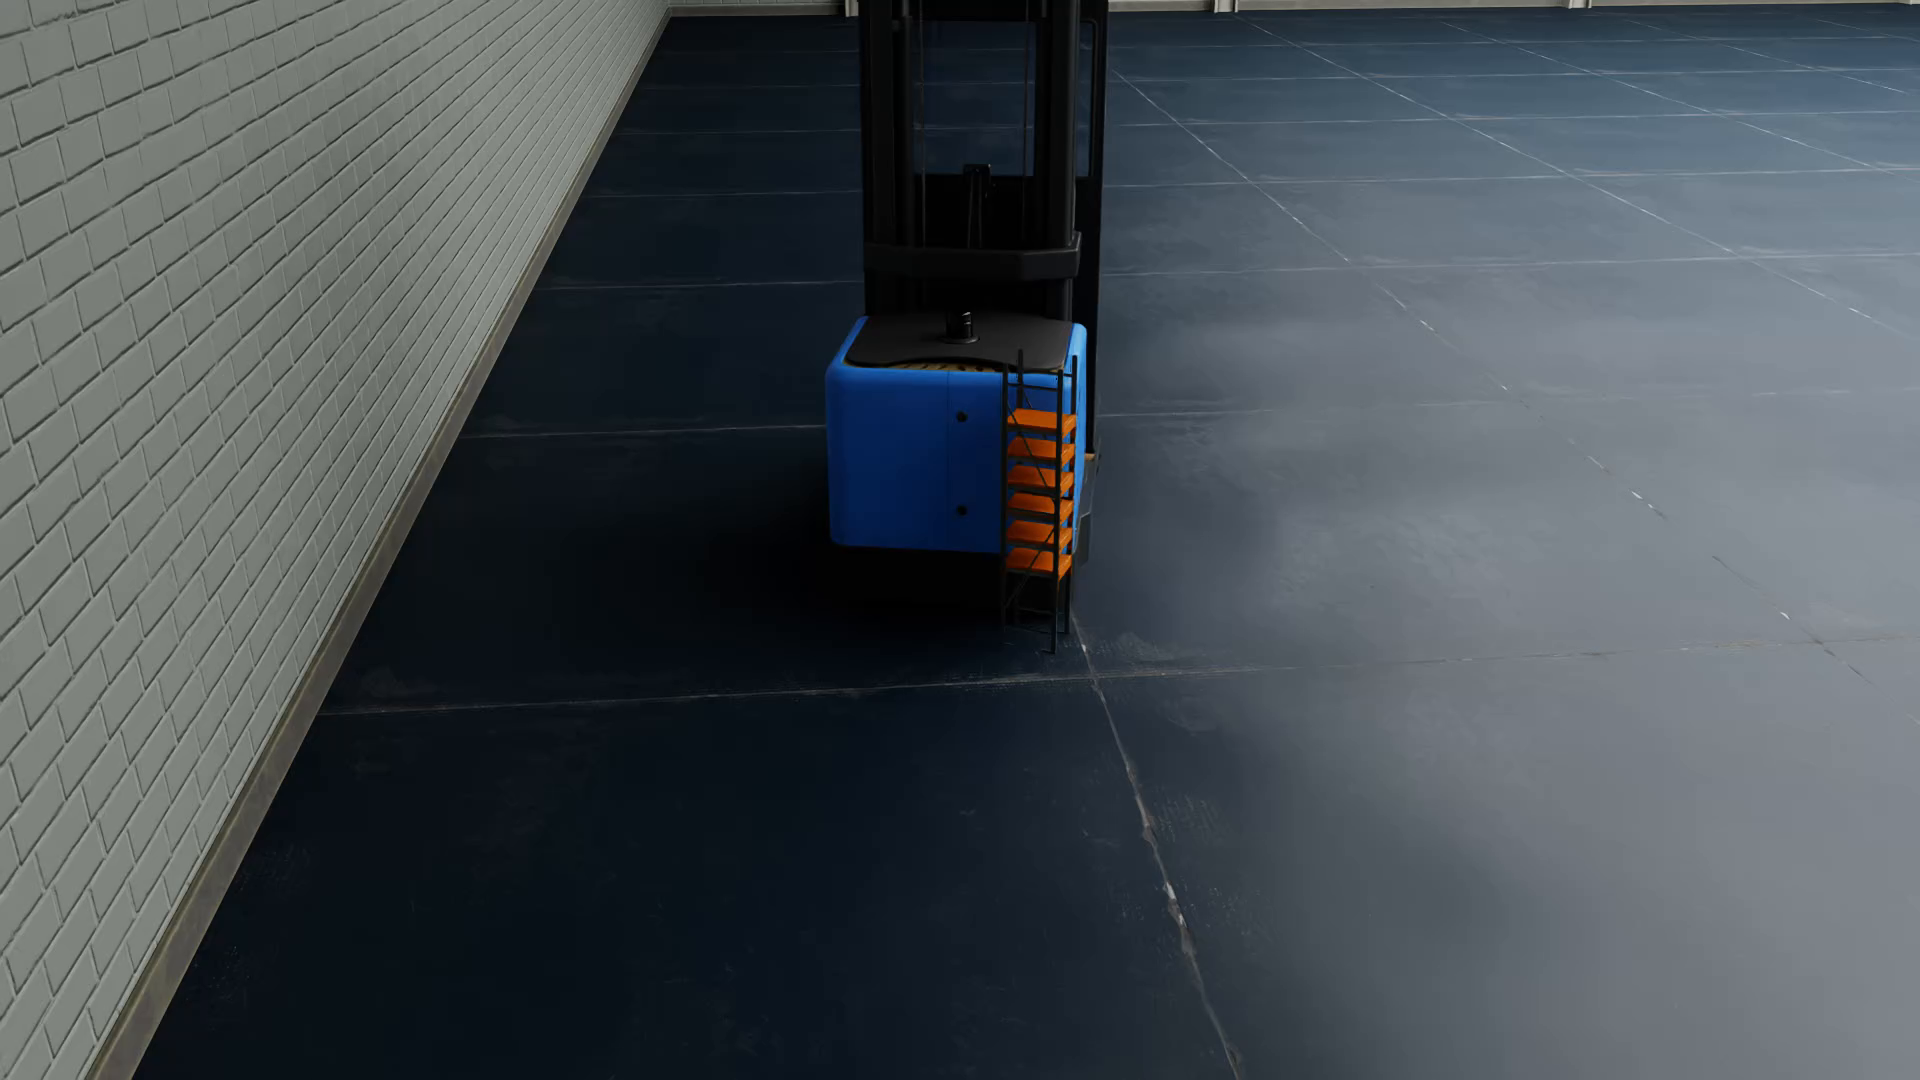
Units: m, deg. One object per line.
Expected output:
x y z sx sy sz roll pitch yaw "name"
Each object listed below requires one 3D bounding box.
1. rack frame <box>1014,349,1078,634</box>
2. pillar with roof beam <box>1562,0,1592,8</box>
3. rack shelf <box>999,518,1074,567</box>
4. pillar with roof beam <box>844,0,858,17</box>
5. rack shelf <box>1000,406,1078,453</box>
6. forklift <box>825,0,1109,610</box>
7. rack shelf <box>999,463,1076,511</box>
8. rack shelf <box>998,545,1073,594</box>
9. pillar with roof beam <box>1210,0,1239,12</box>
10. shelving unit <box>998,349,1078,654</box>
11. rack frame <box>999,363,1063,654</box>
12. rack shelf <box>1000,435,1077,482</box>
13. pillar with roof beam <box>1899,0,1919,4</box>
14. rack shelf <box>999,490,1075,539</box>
0.339 -0.177 6.671 0.240 1.200 0.006 9 25 19 "rack frame"
10.715 -11.278 22.045 0.400 9.000 9.100 -2 24 -5 "pillar with roof beam"
0.307 0.008 6.659 0.258 0.103 0.180 9 25 19 "rack shelf"
-1.227 -10.799 20.967 0.400 9.000 9.100 -2 24 -5 "pillar with roof beam"
0.307 -0.430 6.464 0.258 0.103 0.180 9 25 19 "rack shelf"
0.131 -1.614 7.773 1.130 2.935 3.031 3 24 6 "forklift"
0.307 -0.211 6.562 0.258 0.103 0.180 9 25 19 "rack shelf"
0.307 0.118 6.708 0.258 0.103 0.180 9 25 19 "rack shelf"
4.744 -11.039 21.506 0.400 9.000 9.100 -2 24 -5 "pillar with roof beam"
0.307 -0.142 6.592 0.258 1.200 0.189 9 25 19 "shelving unit"
0.275 -0.107 6.514 0.240 1.200 0.006 9 25 19 "rack frame"
0.307 -0.321 6.513 0.258 0.103 0.180 9 25 19 "rack shelf"
16.686 -11.518 22.584 0.400 9.000 9.100 -2 24 -5 "pillar with roof beam"
0.307 -0.101 6.611 0.258 0.103 0.180 9 25 19 "rack shelf"
